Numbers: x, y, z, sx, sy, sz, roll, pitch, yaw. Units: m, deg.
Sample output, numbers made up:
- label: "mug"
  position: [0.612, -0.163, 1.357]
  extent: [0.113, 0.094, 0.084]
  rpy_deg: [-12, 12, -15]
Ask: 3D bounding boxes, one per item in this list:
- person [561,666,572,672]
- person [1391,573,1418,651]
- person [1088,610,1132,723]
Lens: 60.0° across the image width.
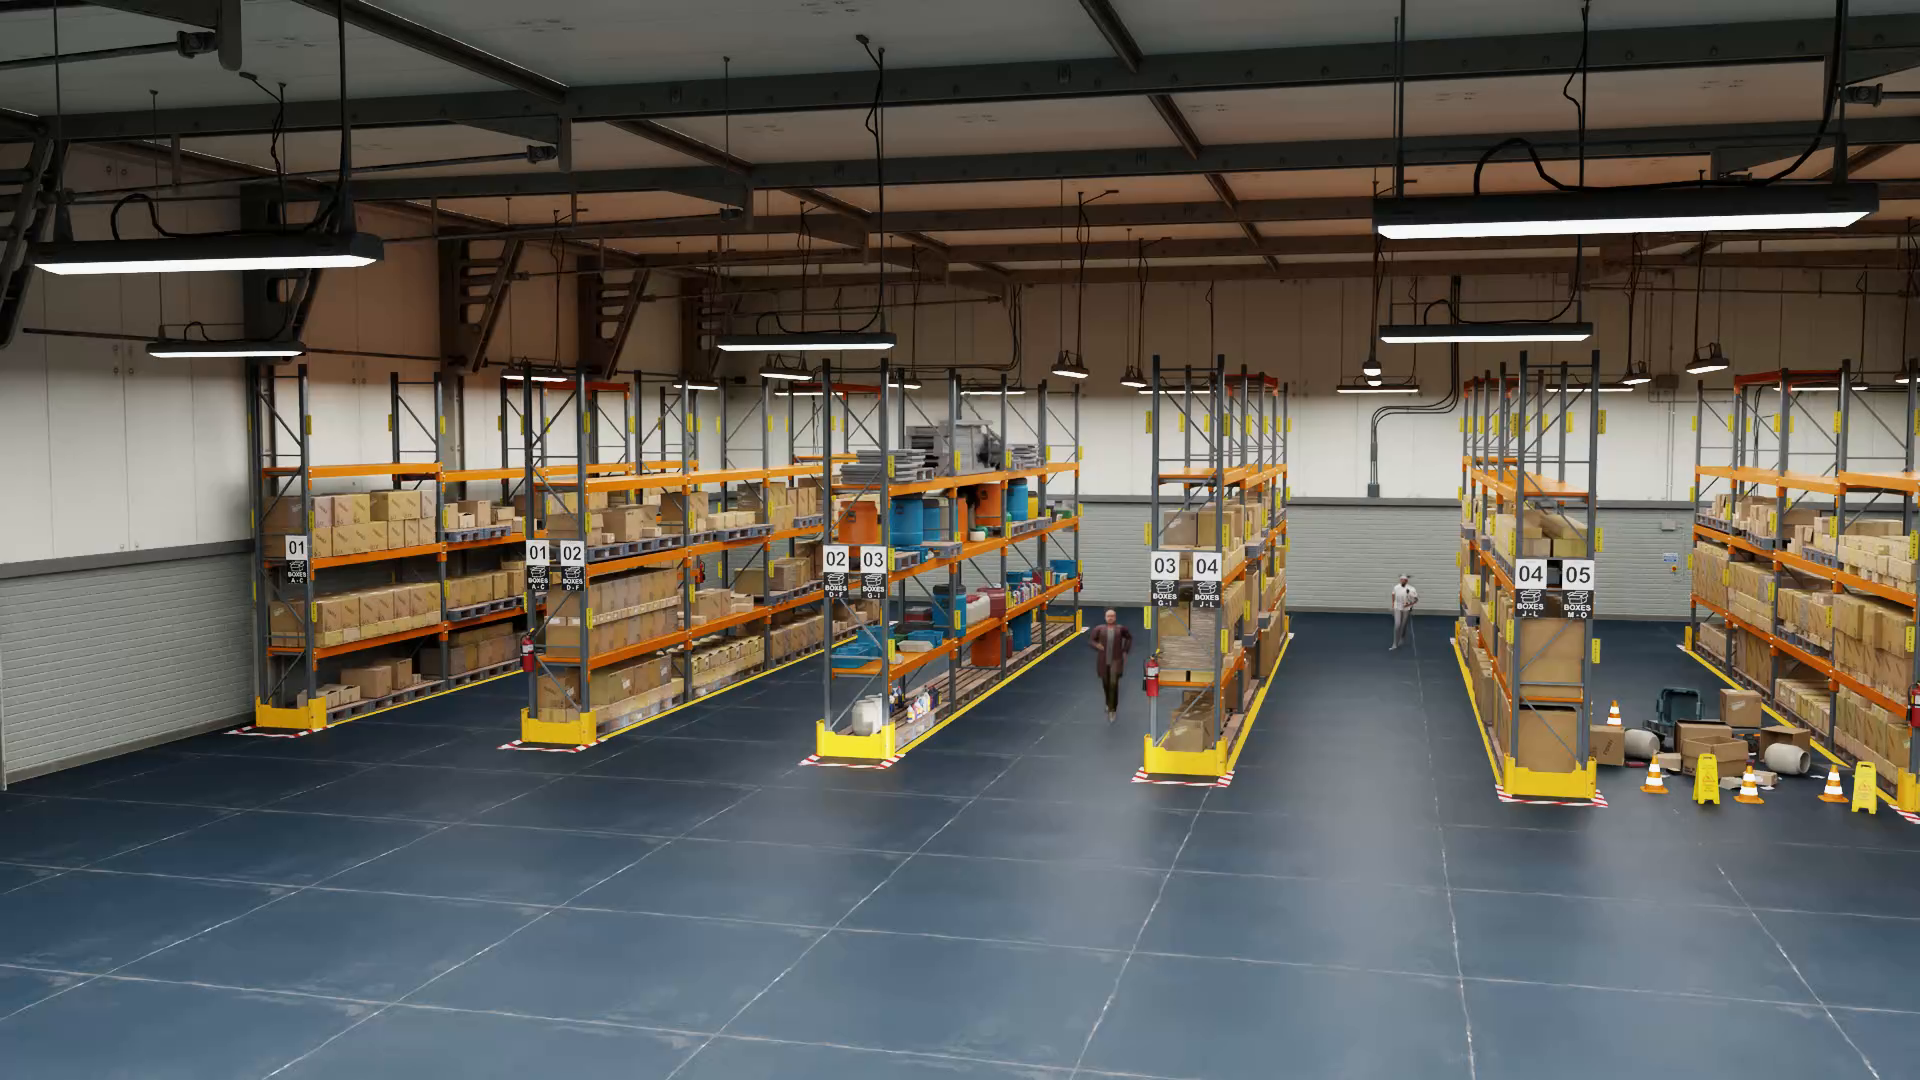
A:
- label: "person"
  position: [-7.284, 1.995, 31.081]
  extent: [0.665, 1.700, 0.945]
  rpy_deg: [0, 4, 2]
- label: "person"
  position: [9.964, 1.595, 37.268]
  extent: [0.588, 1.733, 0.804]
  rpy_deg: [2, 4, 21]
- label: "person"
  position: [2.488, 2.073, 27.730]
  extent: [0.688, 1.832, 0.897]
  rpy_deg: [1, 4, 14]
